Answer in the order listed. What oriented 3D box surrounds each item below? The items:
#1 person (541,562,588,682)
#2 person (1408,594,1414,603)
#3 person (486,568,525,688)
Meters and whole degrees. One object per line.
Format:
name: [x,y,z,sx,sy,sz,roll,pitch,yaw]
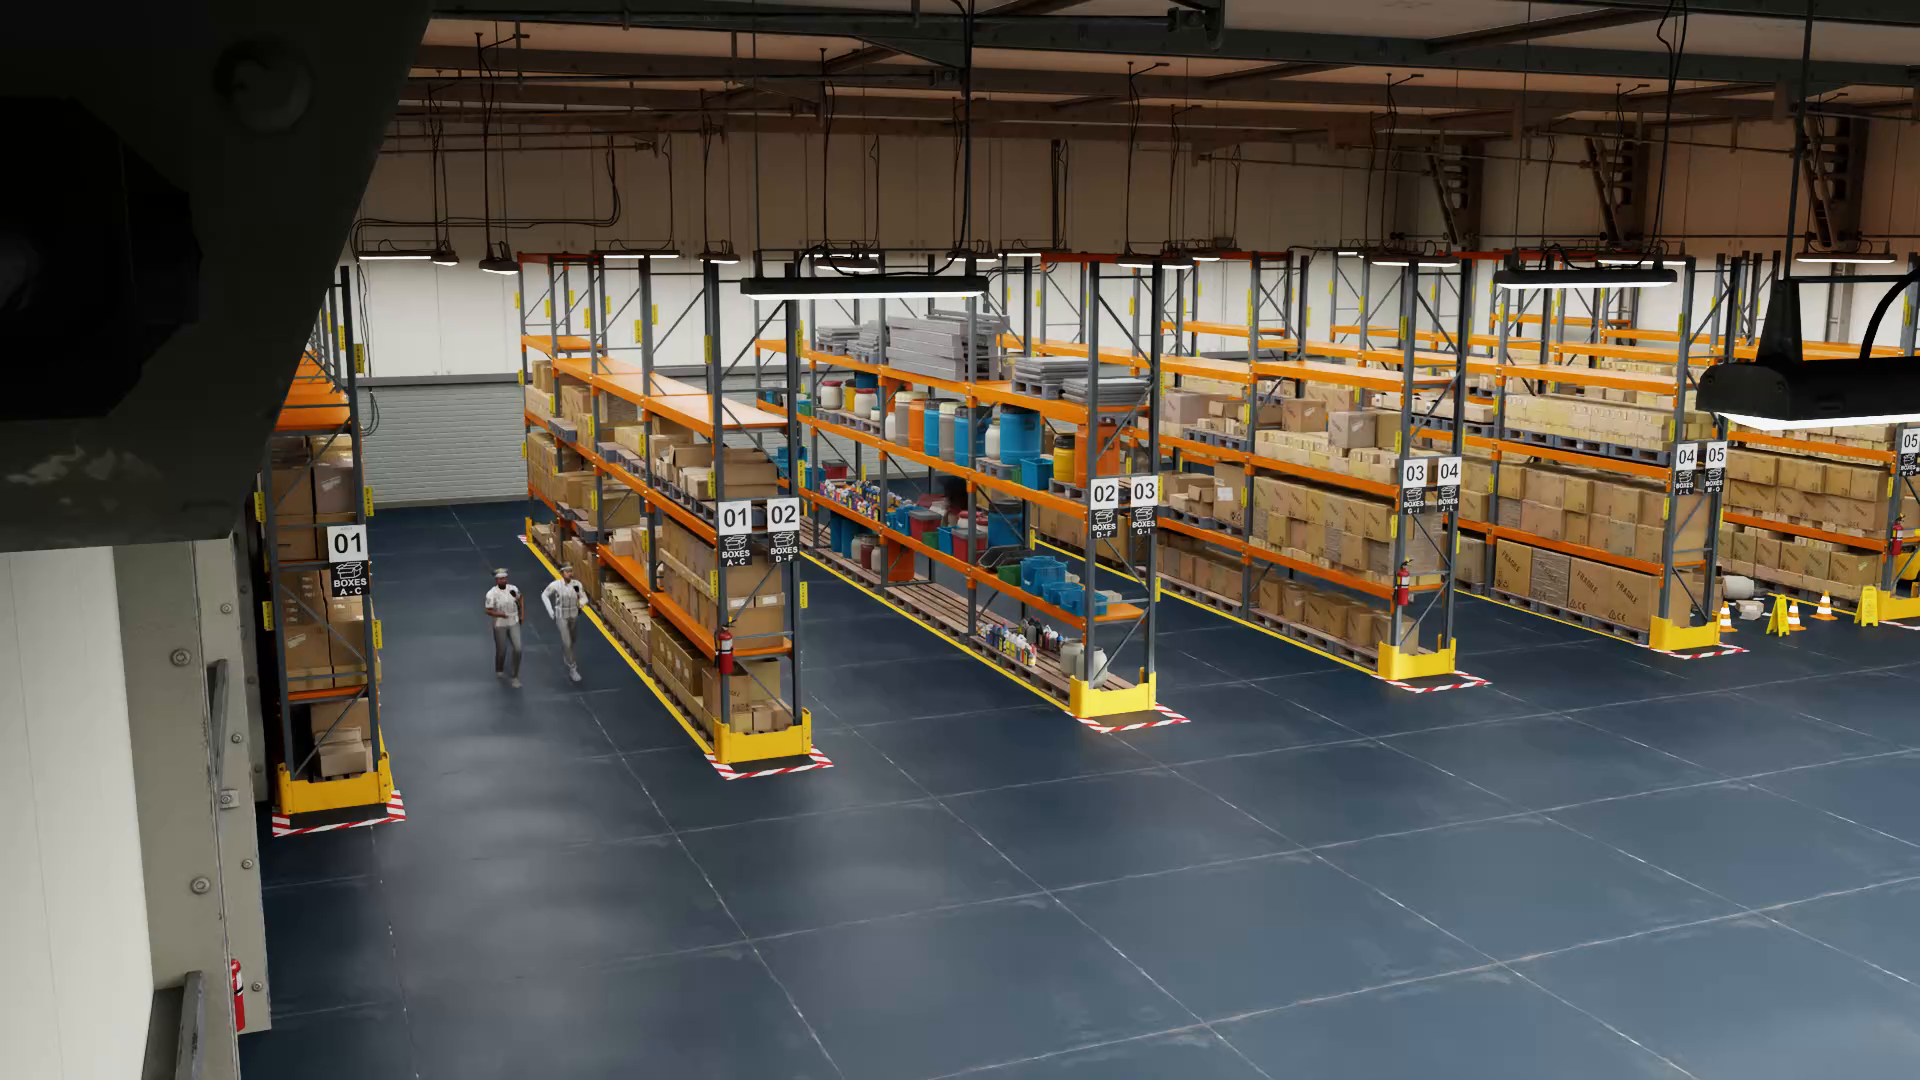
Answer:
person: [-5.712,1.133,24.134,0.628,1.705,0.909,-7,12,-32]
person: [7.788,0.274,28.876,0.606,1.640,0.773,-6,12,-31]
person: [-6.459,1.240,23.702,0.581,1.730,0.737,-5,12,-26]
